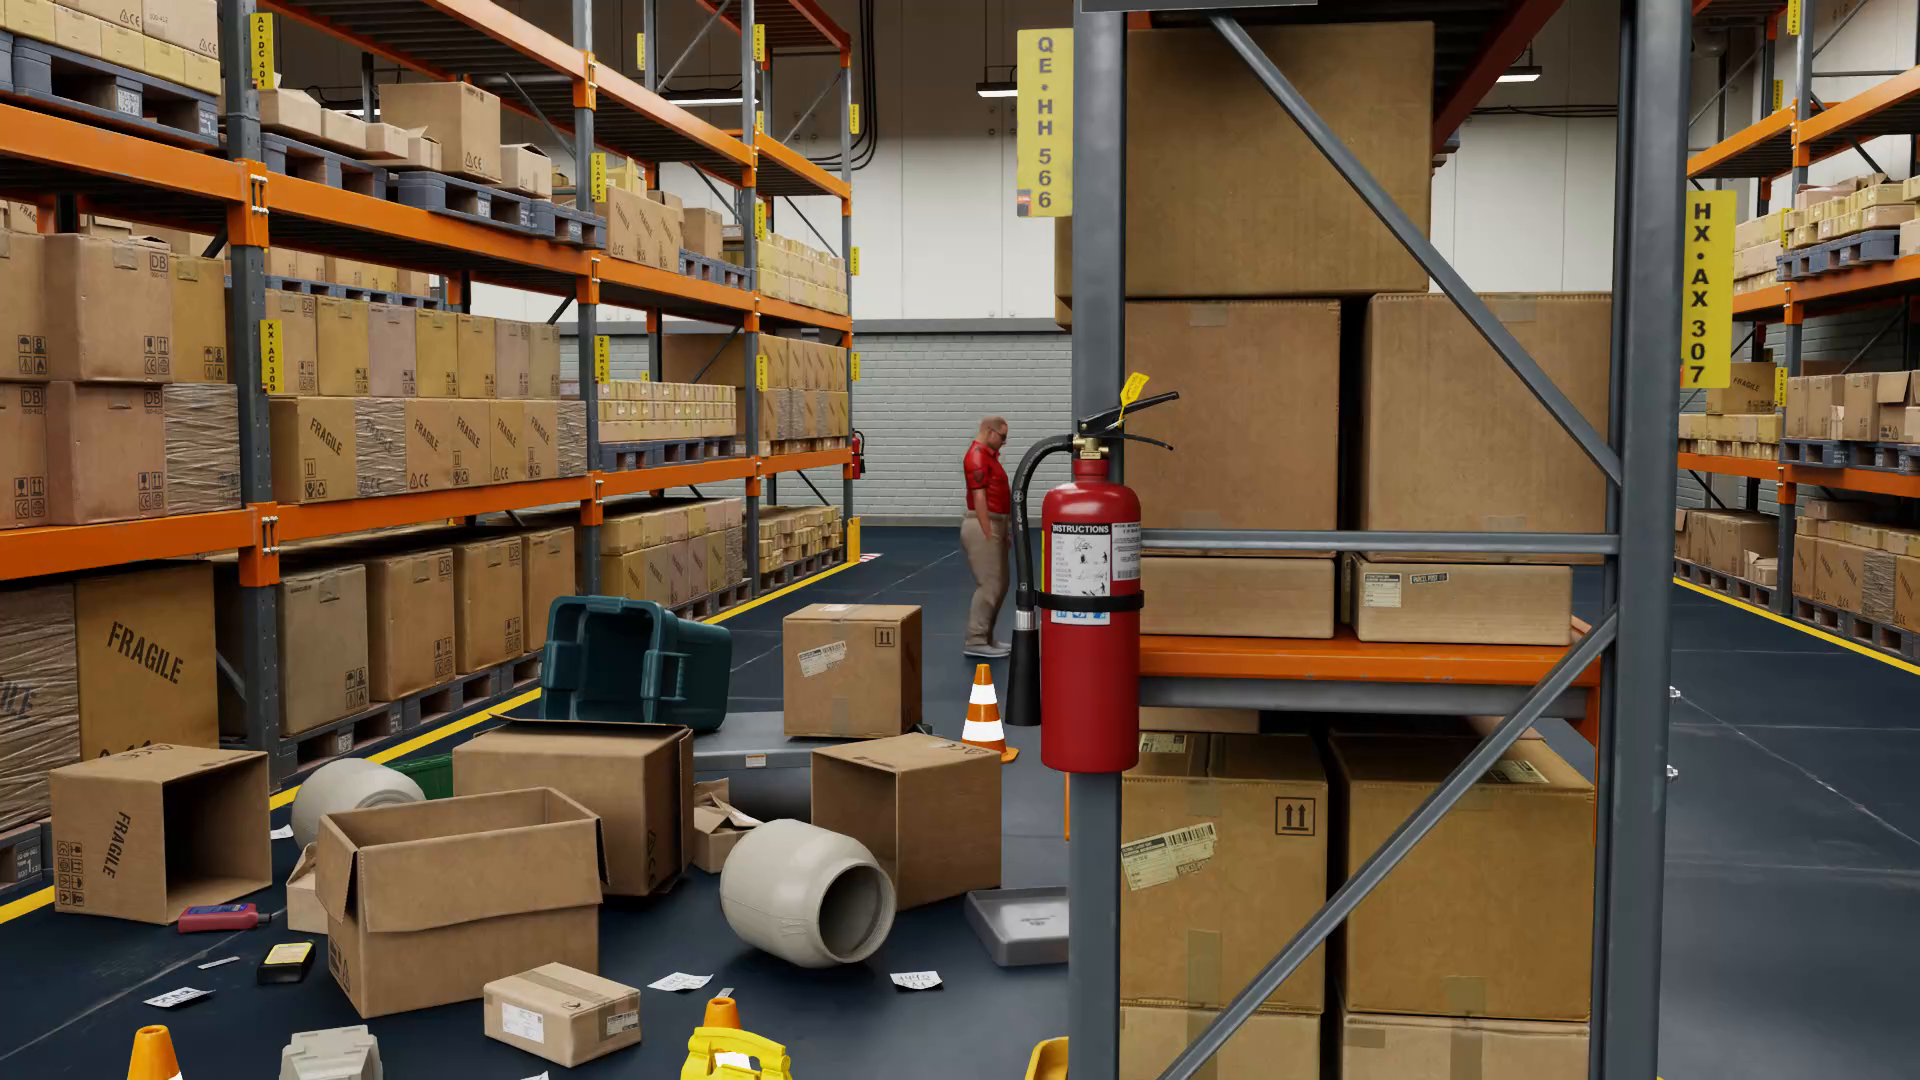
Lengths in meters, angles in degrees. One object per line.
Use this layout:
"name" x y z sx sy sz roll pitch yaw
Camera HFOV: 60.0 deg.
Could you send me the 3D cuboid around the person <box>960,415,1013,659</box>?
"person" 0.197 -0.033 11.839 0.361 1.712 0.538 1 4 10
